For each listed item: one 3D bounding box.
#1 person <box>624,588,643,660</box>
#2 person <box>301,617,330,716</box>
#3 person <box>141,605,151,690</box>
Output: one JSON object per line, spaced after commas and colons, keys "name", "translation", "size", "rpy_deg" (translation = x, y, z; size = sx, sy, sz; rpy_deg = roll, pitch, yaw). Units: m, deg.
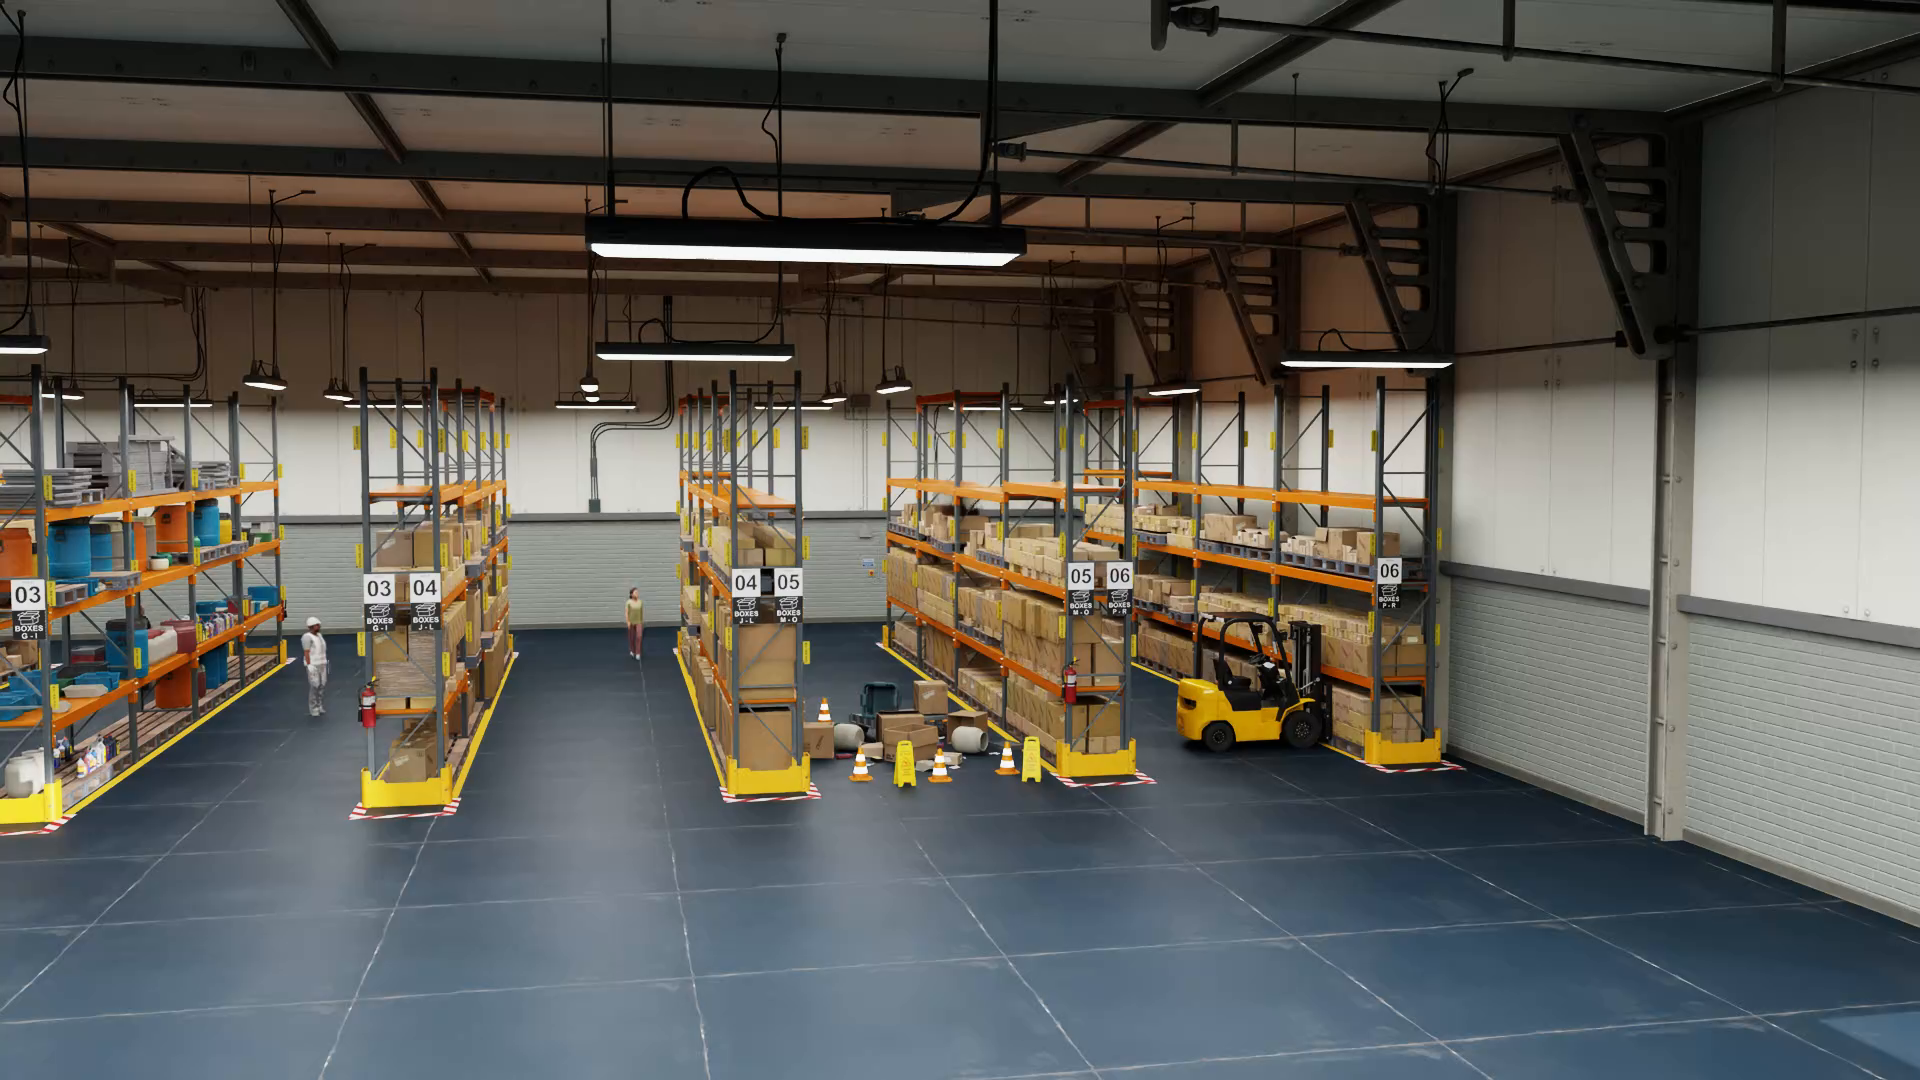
{"name": "person", "translation": [-7.492, 1.913, 38.207], "size": [0.418, 1.621, 1.030], "rpy_deg": [0, 3, -8]}
{"name": "person", "translation": [-11.805, 2.327, 30.574], "size": [0.511, 1.830, 0.596], "rpy_deg": [1, 4, 24]}
{"name": "person", "translation": [-16.510, 2.156, 33.433], "size": [0.382, 1.740, 0.556], "rpy_deg": [3, 5, 43]}
